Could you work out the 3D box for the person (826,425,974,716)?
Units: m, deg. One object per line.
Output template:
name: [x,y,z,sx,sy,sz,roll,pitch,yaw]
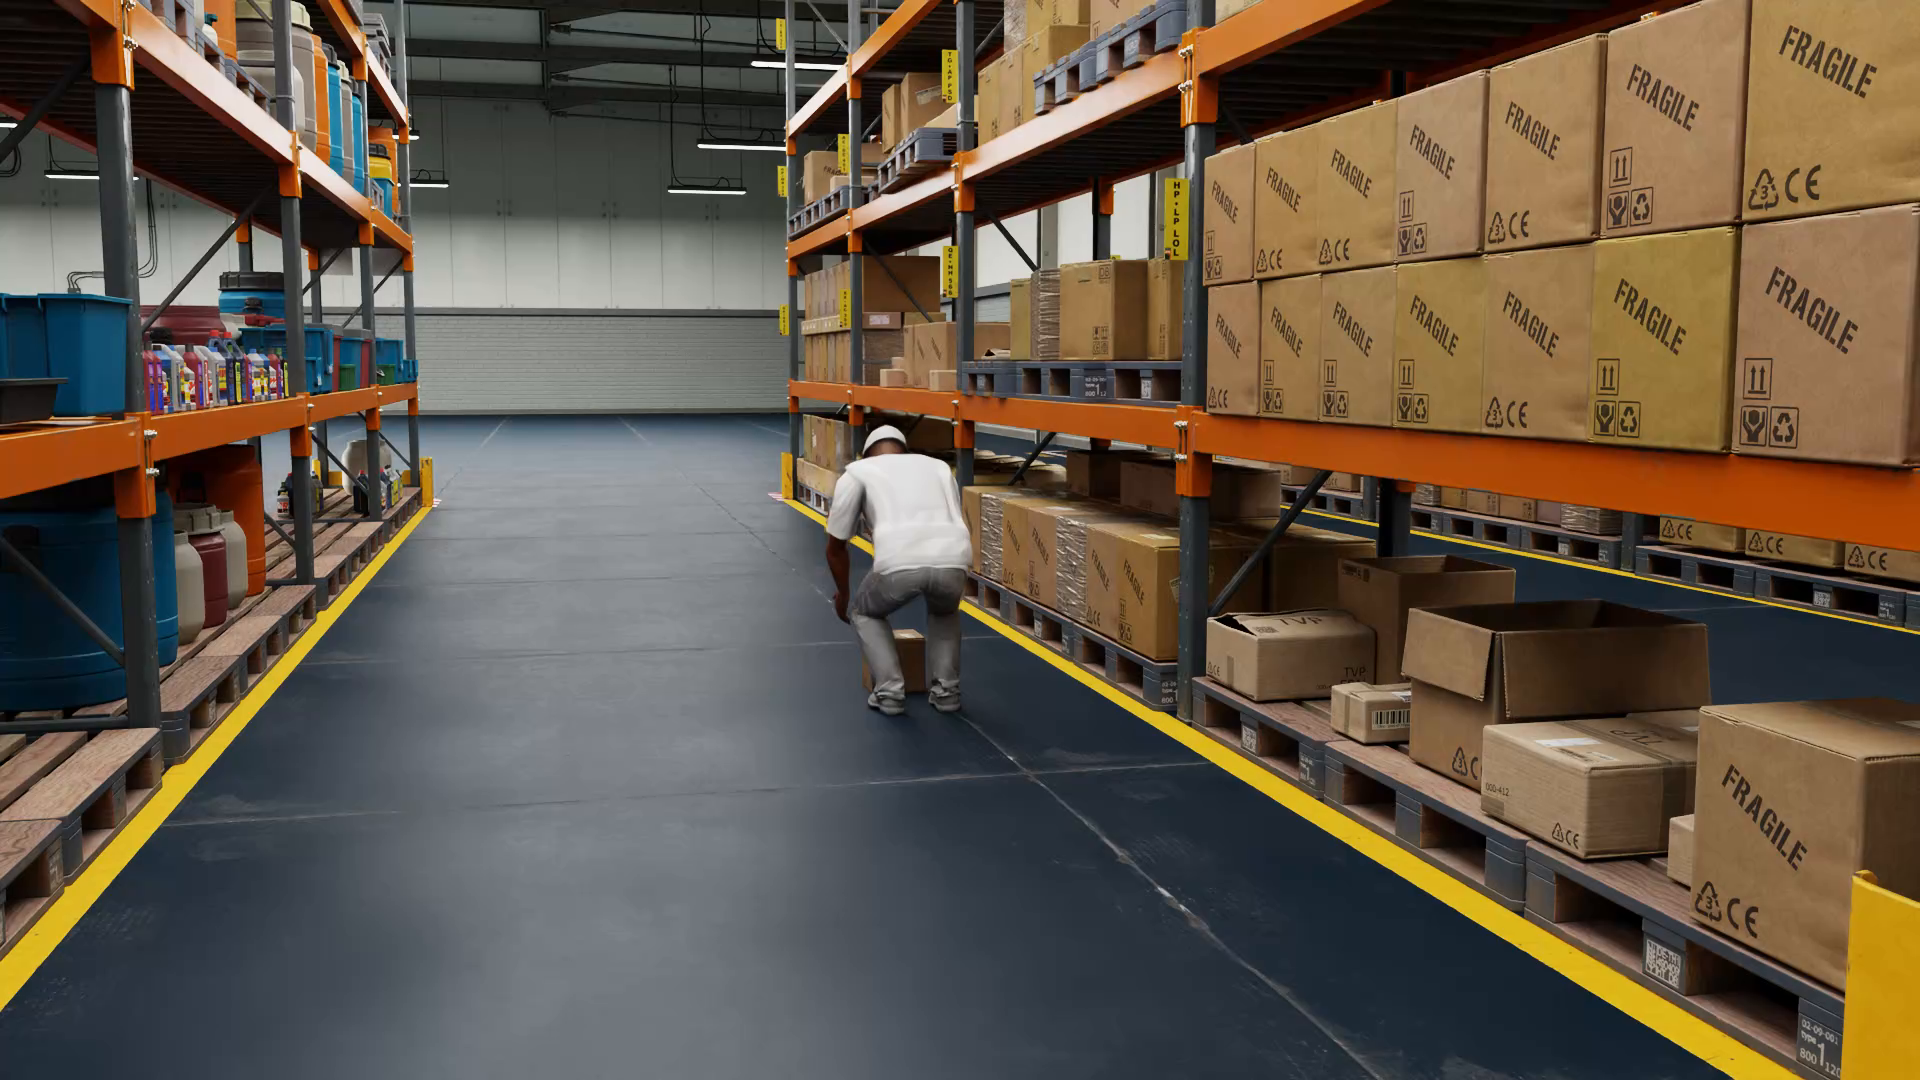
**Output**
person: [-0.260,0.120,7.288,0.622,1.224,0.838,-1,6,-13]
